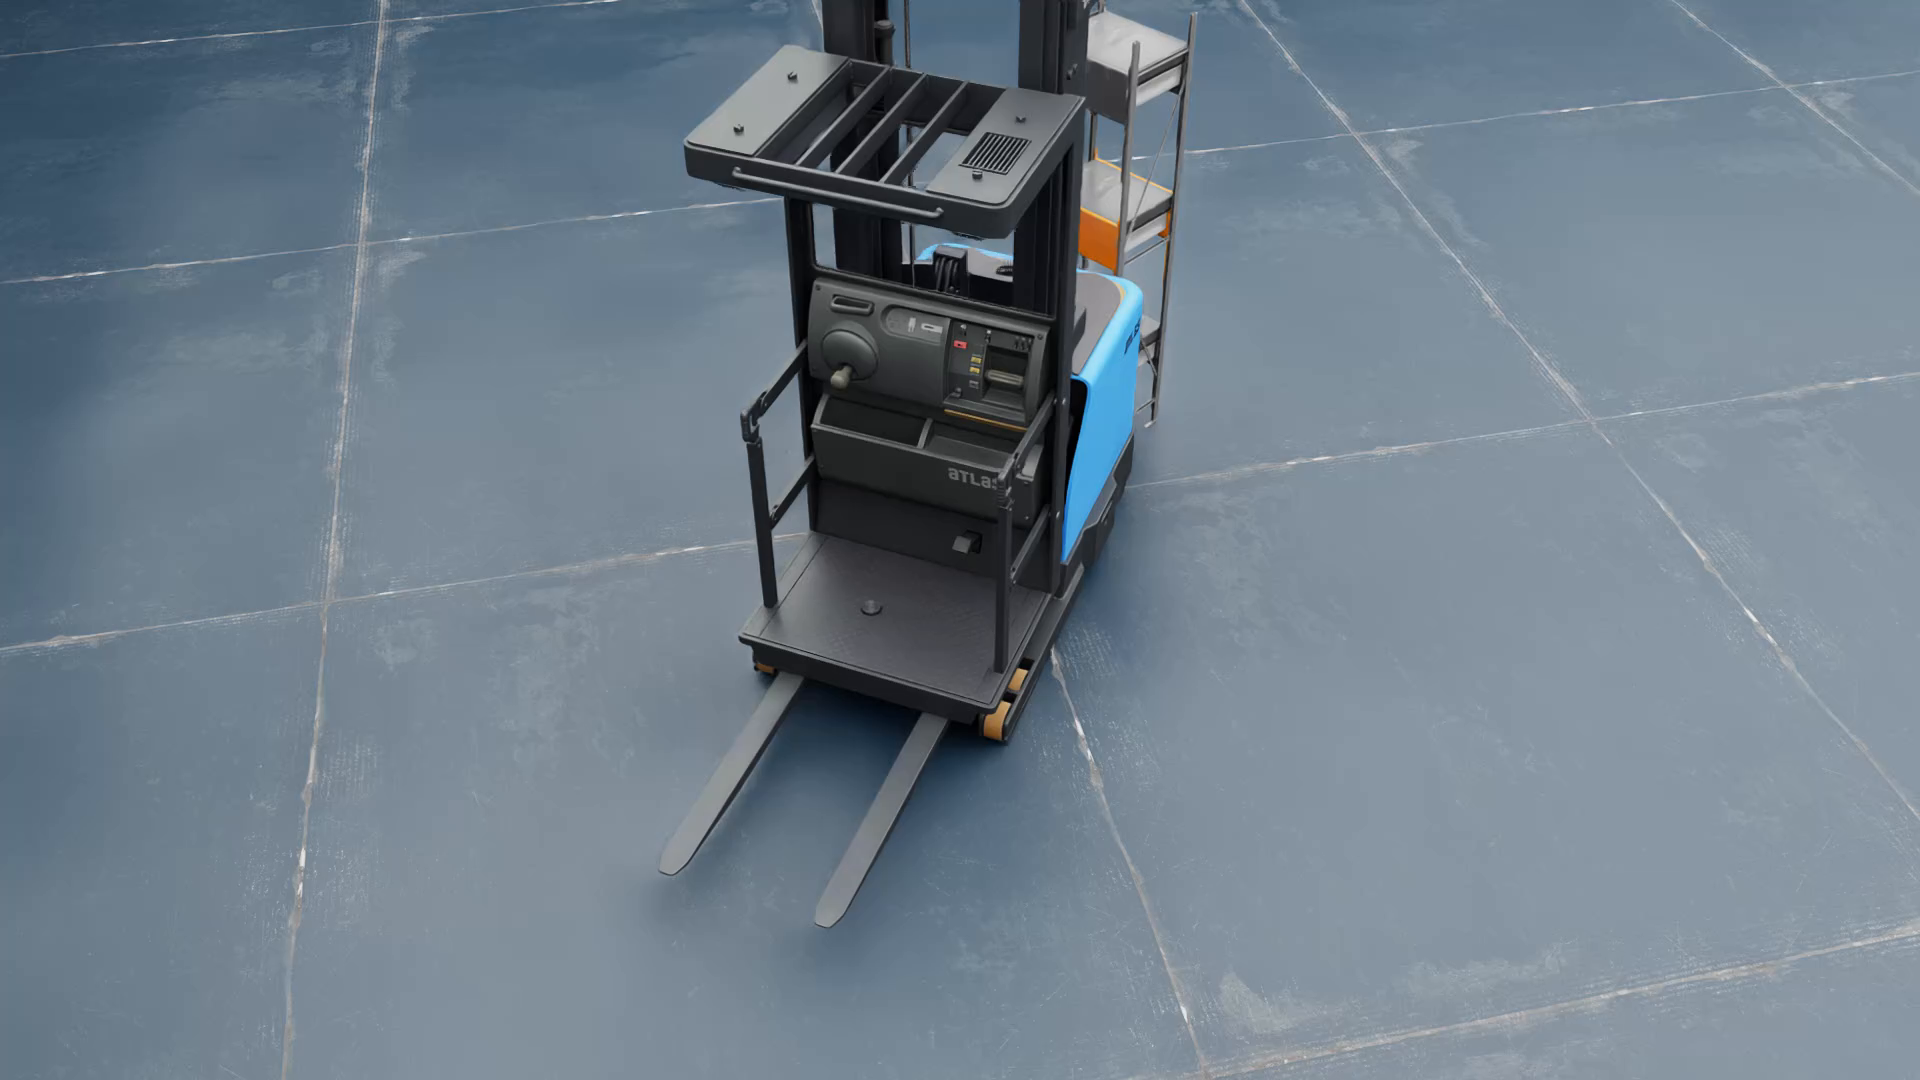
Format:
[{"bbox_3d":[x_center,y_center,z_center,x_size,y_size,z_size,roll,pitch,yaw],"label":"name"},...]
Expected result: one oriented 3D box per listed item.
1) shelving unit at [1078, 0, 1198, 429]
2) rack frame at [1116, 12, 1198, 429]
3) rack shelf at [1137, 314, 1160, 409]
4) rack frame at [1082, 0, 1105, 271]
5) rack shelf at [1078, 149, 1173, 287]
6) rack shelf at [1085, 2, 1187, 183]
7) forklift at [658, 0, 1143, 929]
[{"bbox_3d":[0.652,-1.392,7.518,0.503,2.100,0.431,33,51,31],"label":"shelving unit"},{"bbox_3d":[0.827,-1.279,7.391,0.015,2.100,0.400,33,51,31],"label":"rack frame"},{"bbox_3d":[0.652,-0.858,7.992,0.480,0.518,0.431,33,51,31],"label":"rack shelf"},{"bbox_3d":[0.477,-1.504,7.644,0.015,2.100,0.400,33,51,31],"label":"rack frame"},{"bbox_3d":[0.652,-1.382,7.527,0.480,0.518,0.431,33,51,31],"label":"rack shelf"},{"bbox_3d":[0.652,-1.905,7.062,0.480,0.518,0.431,33,51,31],"label":"rack shelf"},{"bbox_3d":[-0.205,-0.614,6.016,1.130,2.935,3.031,15,44,16],"label":"forklift"}]
